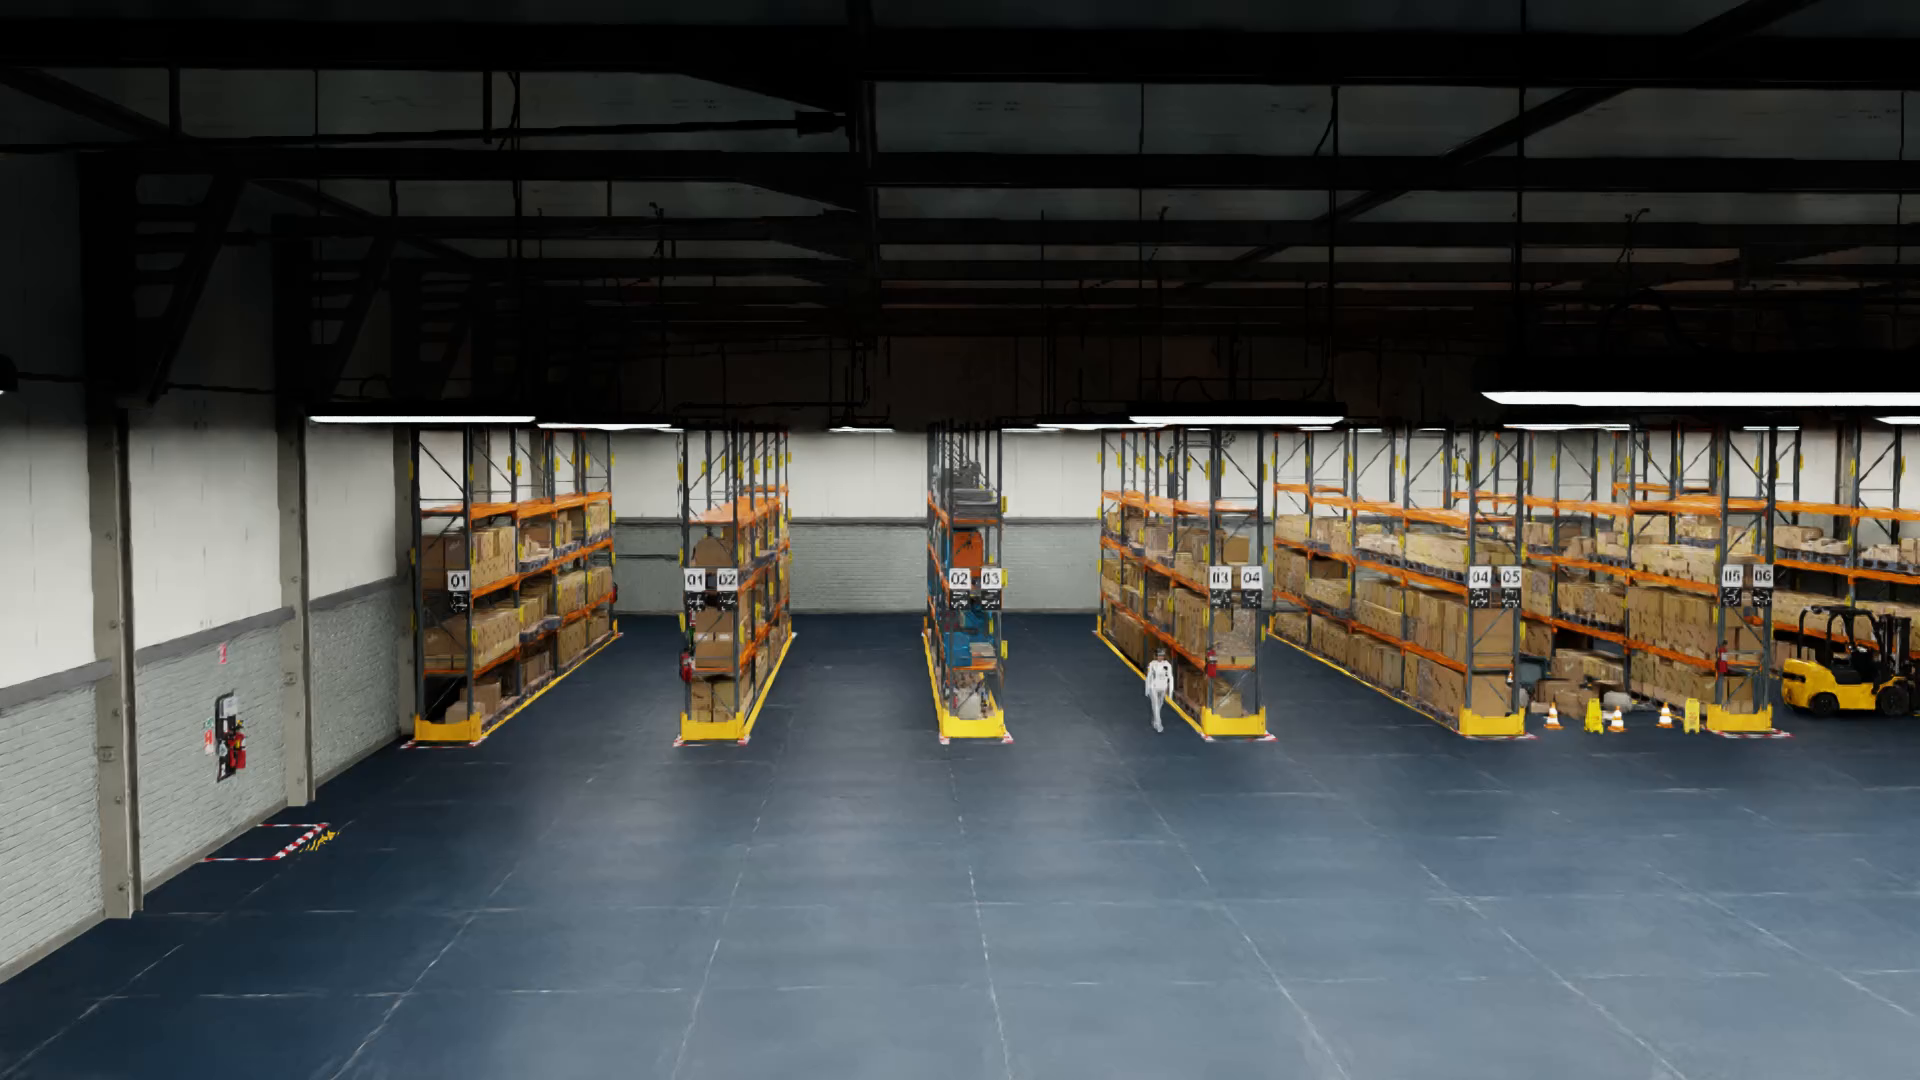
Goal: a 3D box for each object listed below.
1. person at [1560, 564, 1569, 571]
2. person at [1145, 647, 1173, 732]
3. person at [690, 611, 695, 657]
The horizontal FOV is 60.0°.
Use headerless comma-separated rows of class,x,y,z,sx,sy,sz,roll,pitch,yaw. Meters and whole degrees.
person,18.771,1.588,51.430,0.446,1.668,0.617,-3,4,-35
person,3.850,2.848,31.899,0.502,1.613,1.020,-1,4,-9
person,-6.619,2.184,41.823,0.667,1.742,0.547,0,4,-3
